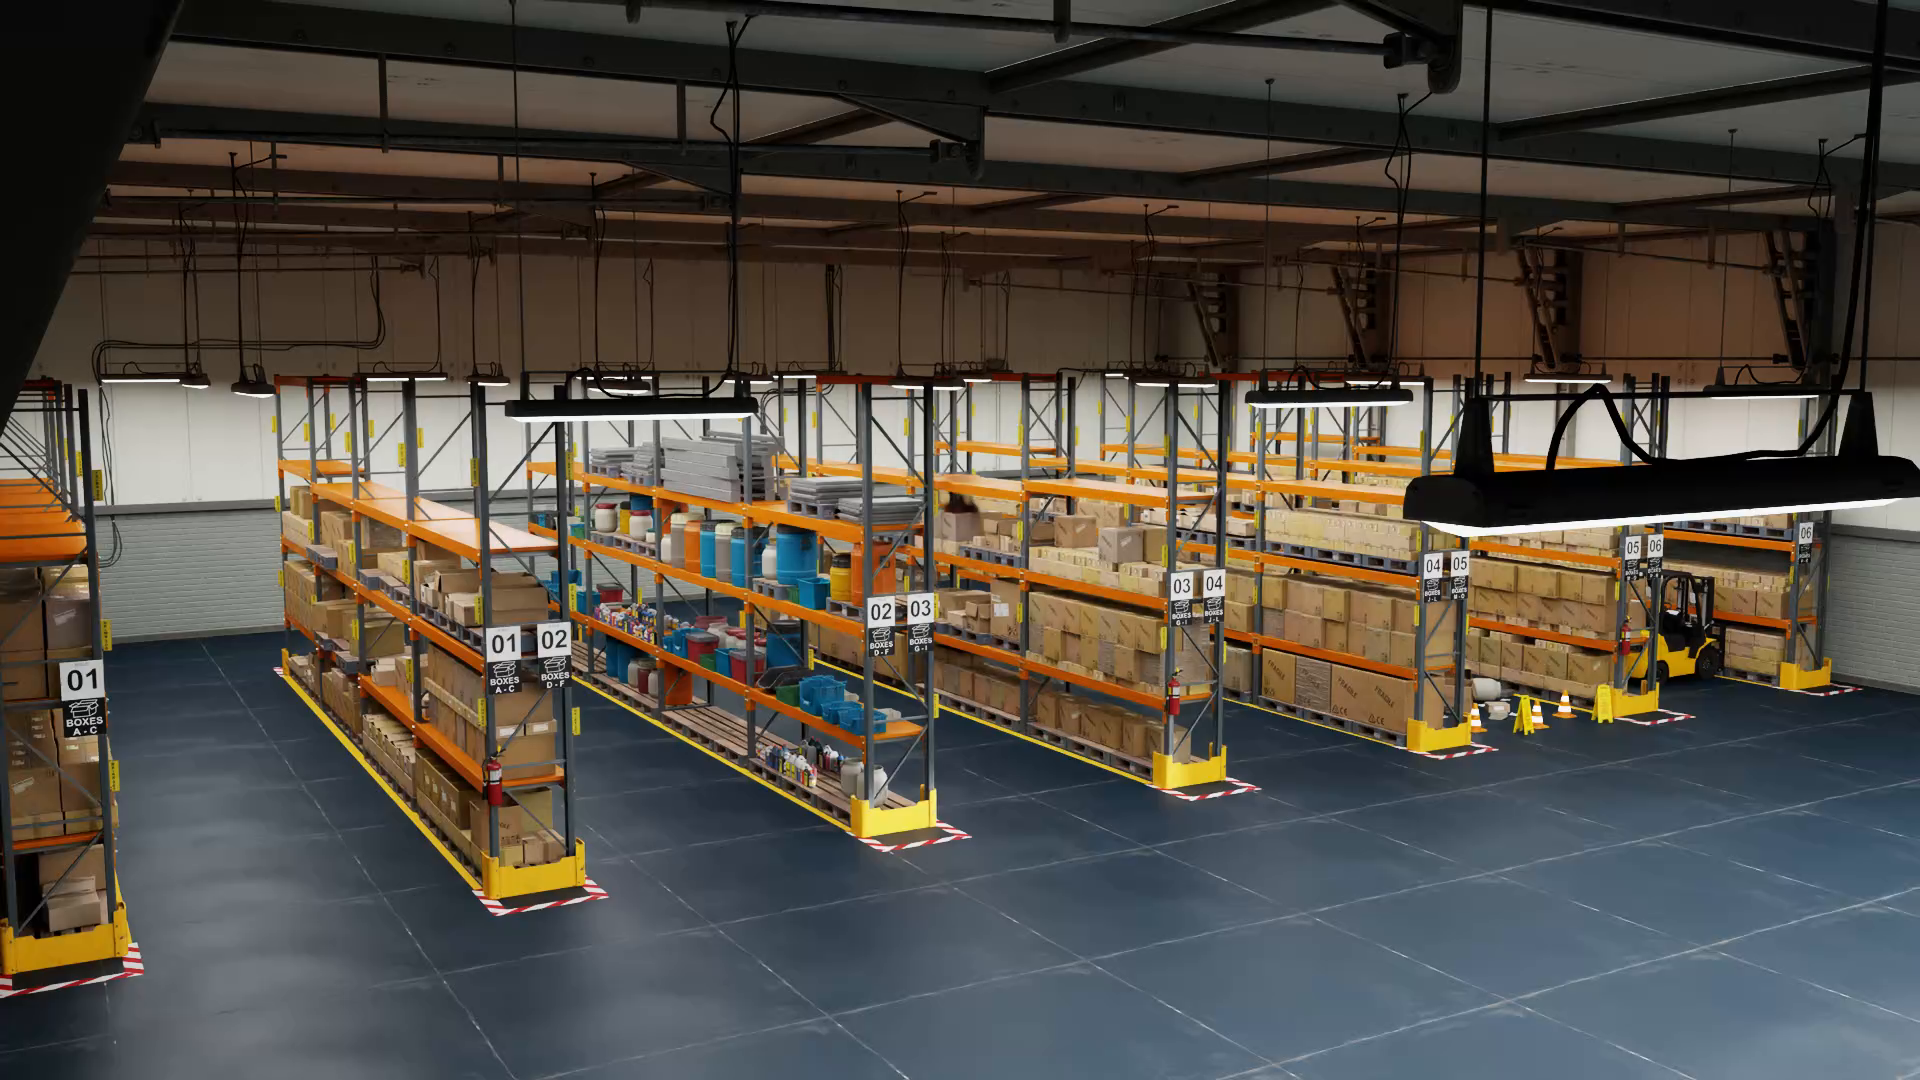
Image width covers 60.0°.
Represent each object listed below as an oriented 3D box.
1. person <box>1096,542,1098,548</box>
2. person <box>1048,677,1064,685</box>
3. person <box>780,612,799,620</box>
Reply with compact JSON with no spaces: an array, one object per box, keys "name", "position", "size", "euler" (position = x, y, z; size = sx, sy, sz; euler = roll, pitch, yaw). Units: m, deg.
[{"name":"person","position":[3.802,0.614,44.723],"size":[1.057,1.680,0.670],"euler":[-2,7,-20]},{"name":"person","position":[1.886,1.894,31.887],"size":[0.634,1.823,0.586],"euler":[0,6,-2]},{"name":"person","position":[-3.456,1.790,33.458],"size":[0.405,1.751,0.615],"euler":[-2,7,-21]}]
